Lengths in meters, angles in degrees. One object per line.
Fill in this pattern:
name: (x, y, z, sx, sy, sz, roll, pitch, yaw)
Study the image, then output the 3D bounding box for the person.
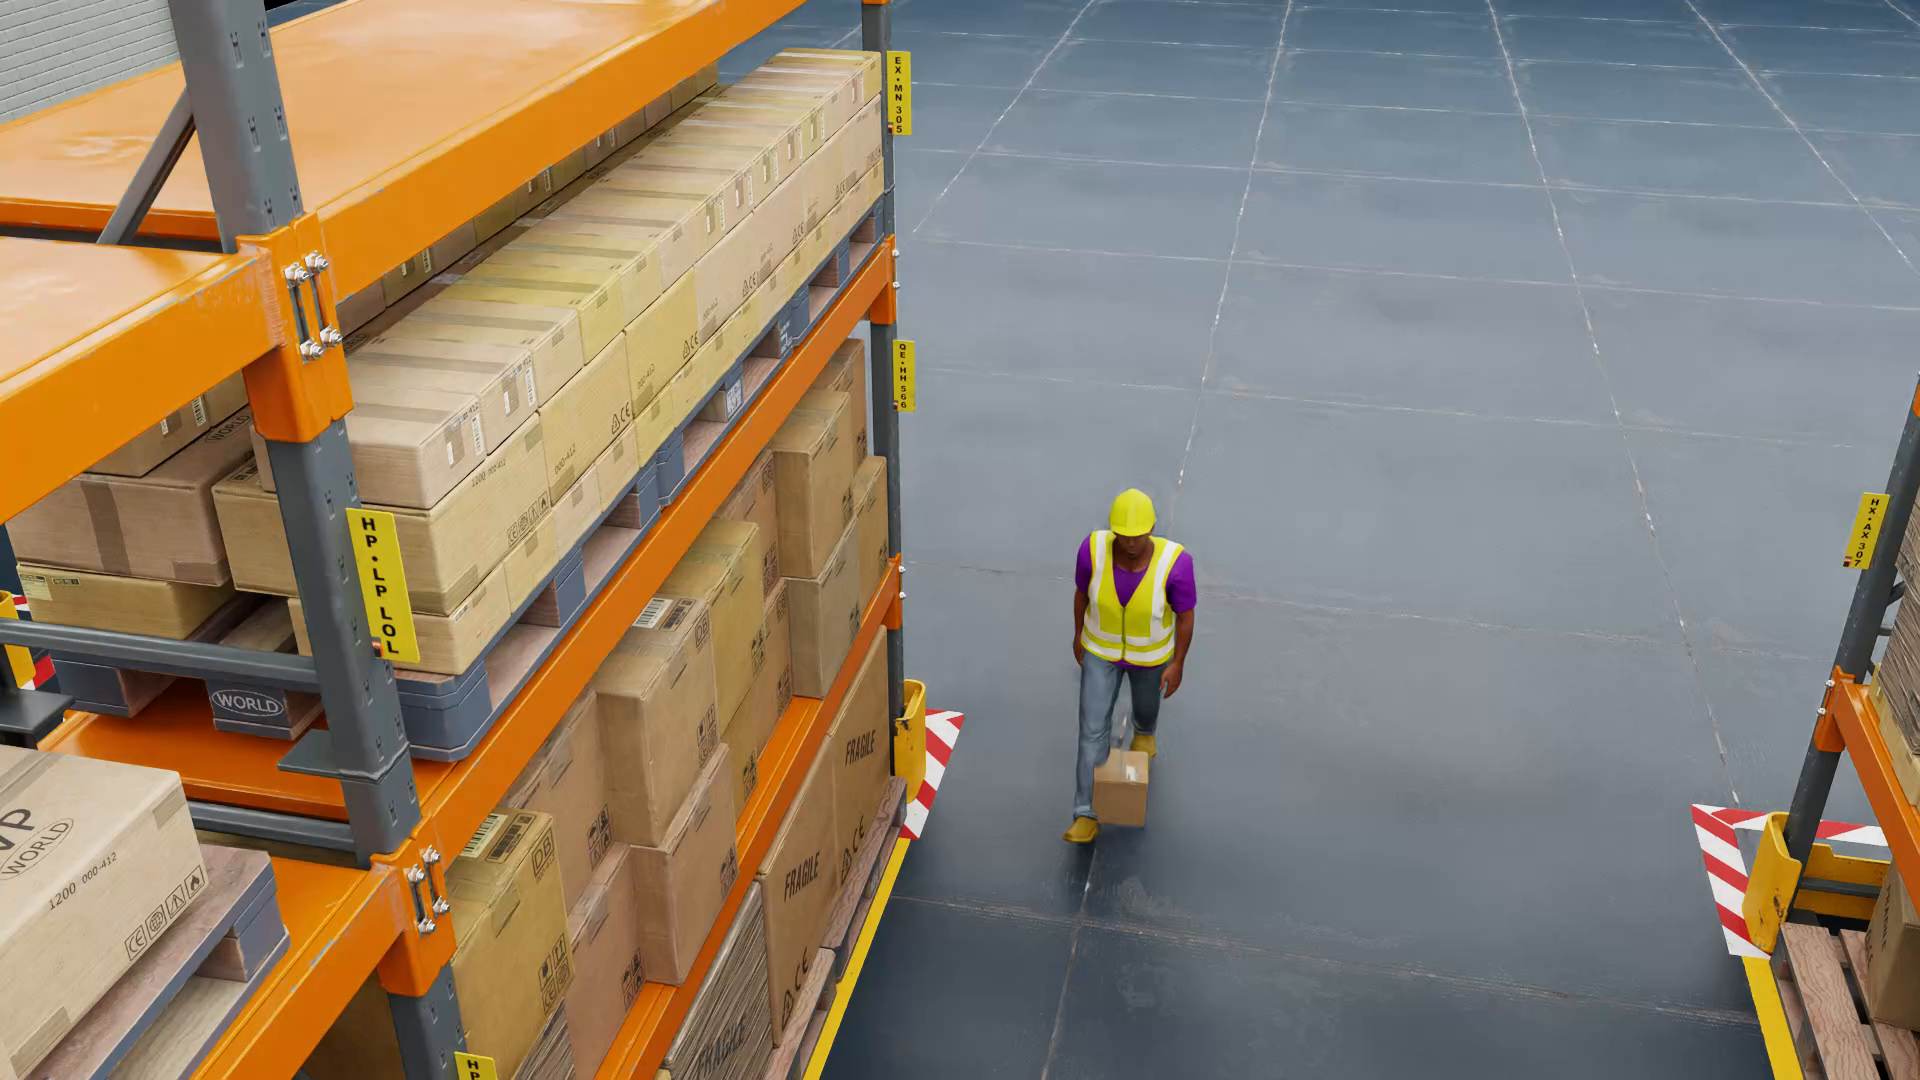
person: (0.789, 0.511, 7.698, 0.571, 1.692, 1.130, 5, 29, 10)
